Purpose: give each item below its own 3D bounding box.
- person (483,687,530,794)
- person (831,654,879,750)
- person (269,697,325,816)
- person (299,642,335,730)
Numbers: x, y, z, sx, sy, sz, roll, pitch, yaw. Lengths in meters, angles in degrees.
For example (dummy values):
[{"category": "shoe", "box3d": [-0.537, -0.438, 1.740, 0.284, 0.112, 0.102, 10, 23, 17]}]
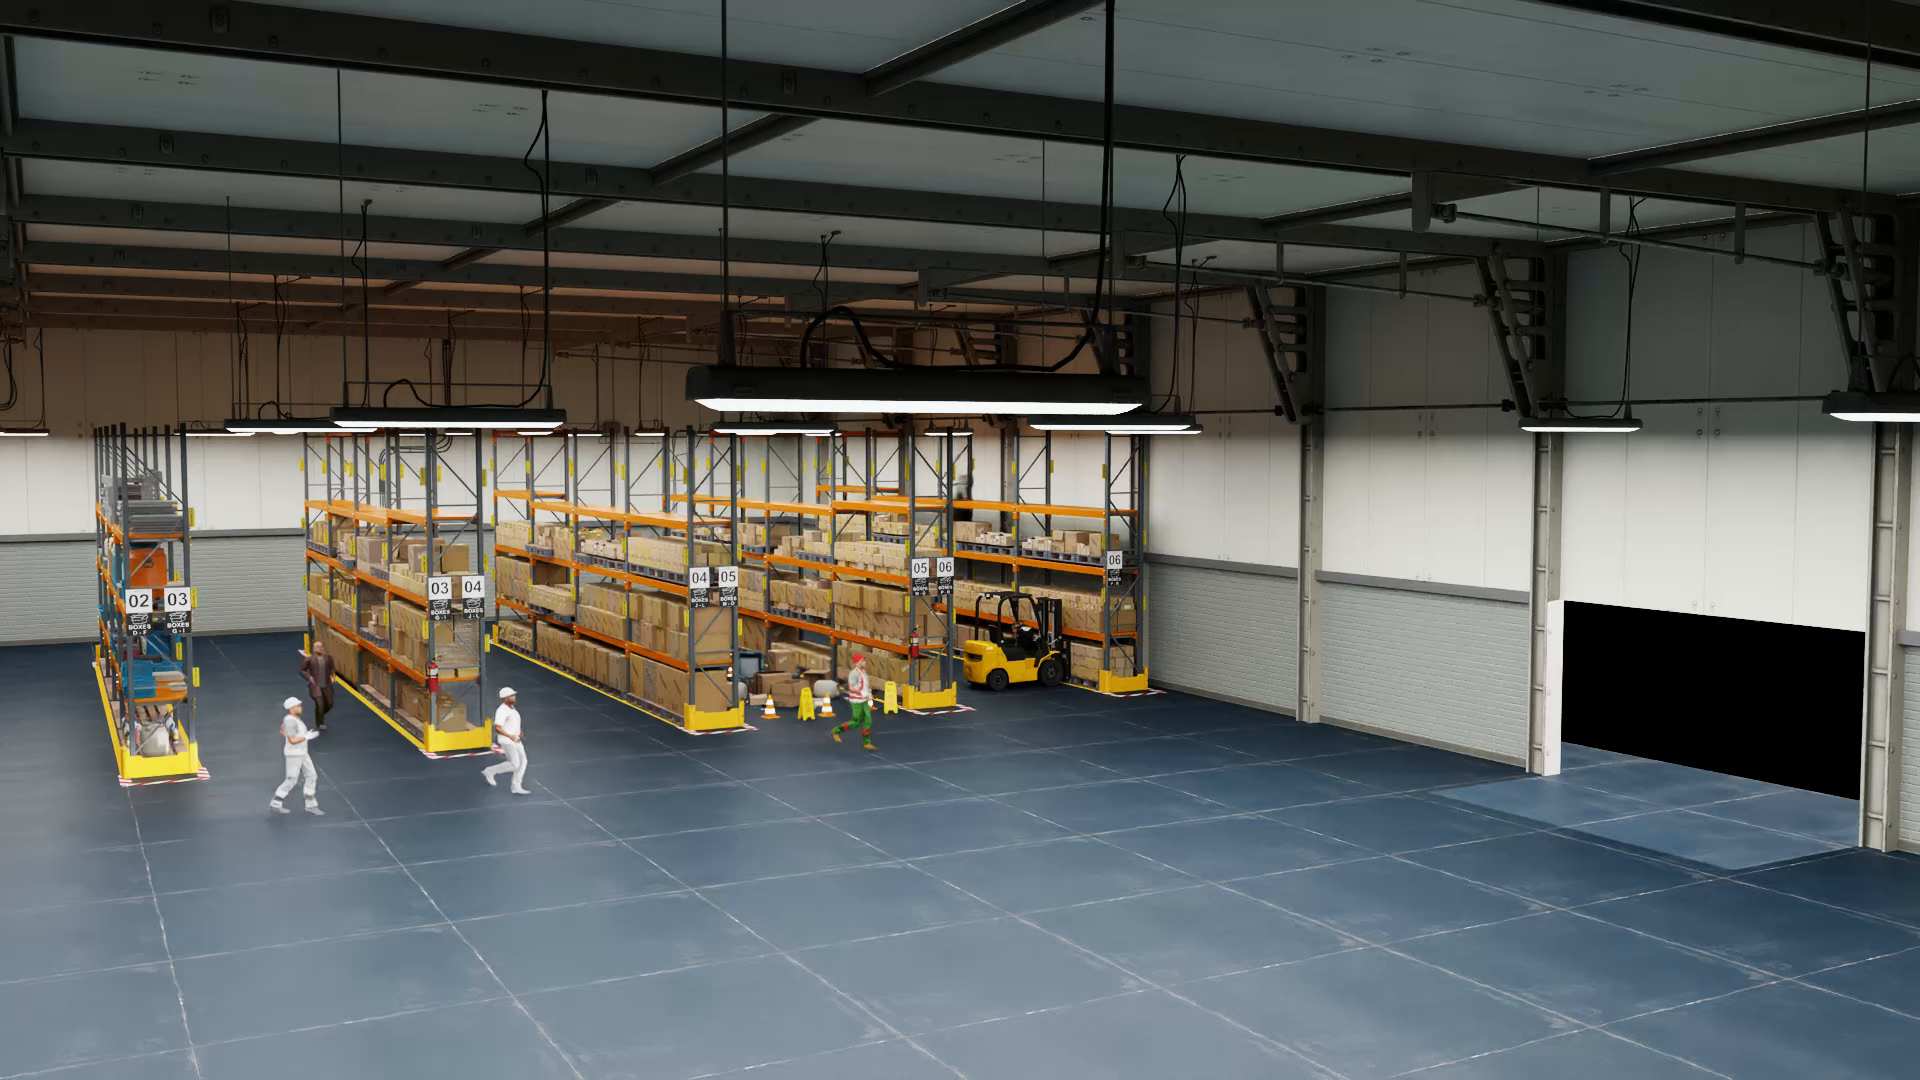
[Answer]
[{"category": "person", "box3d": [-7.315, 3.243, 26.845, 0.739, 1.739, 0.707, 0, 3, 0]}, {"category": "person", "box3d": [-1.922, 2.986, 30.731, 0.885, 1.783, 0.664, 1, 4, 17]}, {"category": "person", "box3d": [-10.047, 3.289, 25.138, 0.782, 1.833, 0.639, 0, 3, -8]}, {"category": "person", "box3d": [-12.652, 2.868, 32.819, 0.707, 1.724, 0.668, -3, 5, -41]}]
